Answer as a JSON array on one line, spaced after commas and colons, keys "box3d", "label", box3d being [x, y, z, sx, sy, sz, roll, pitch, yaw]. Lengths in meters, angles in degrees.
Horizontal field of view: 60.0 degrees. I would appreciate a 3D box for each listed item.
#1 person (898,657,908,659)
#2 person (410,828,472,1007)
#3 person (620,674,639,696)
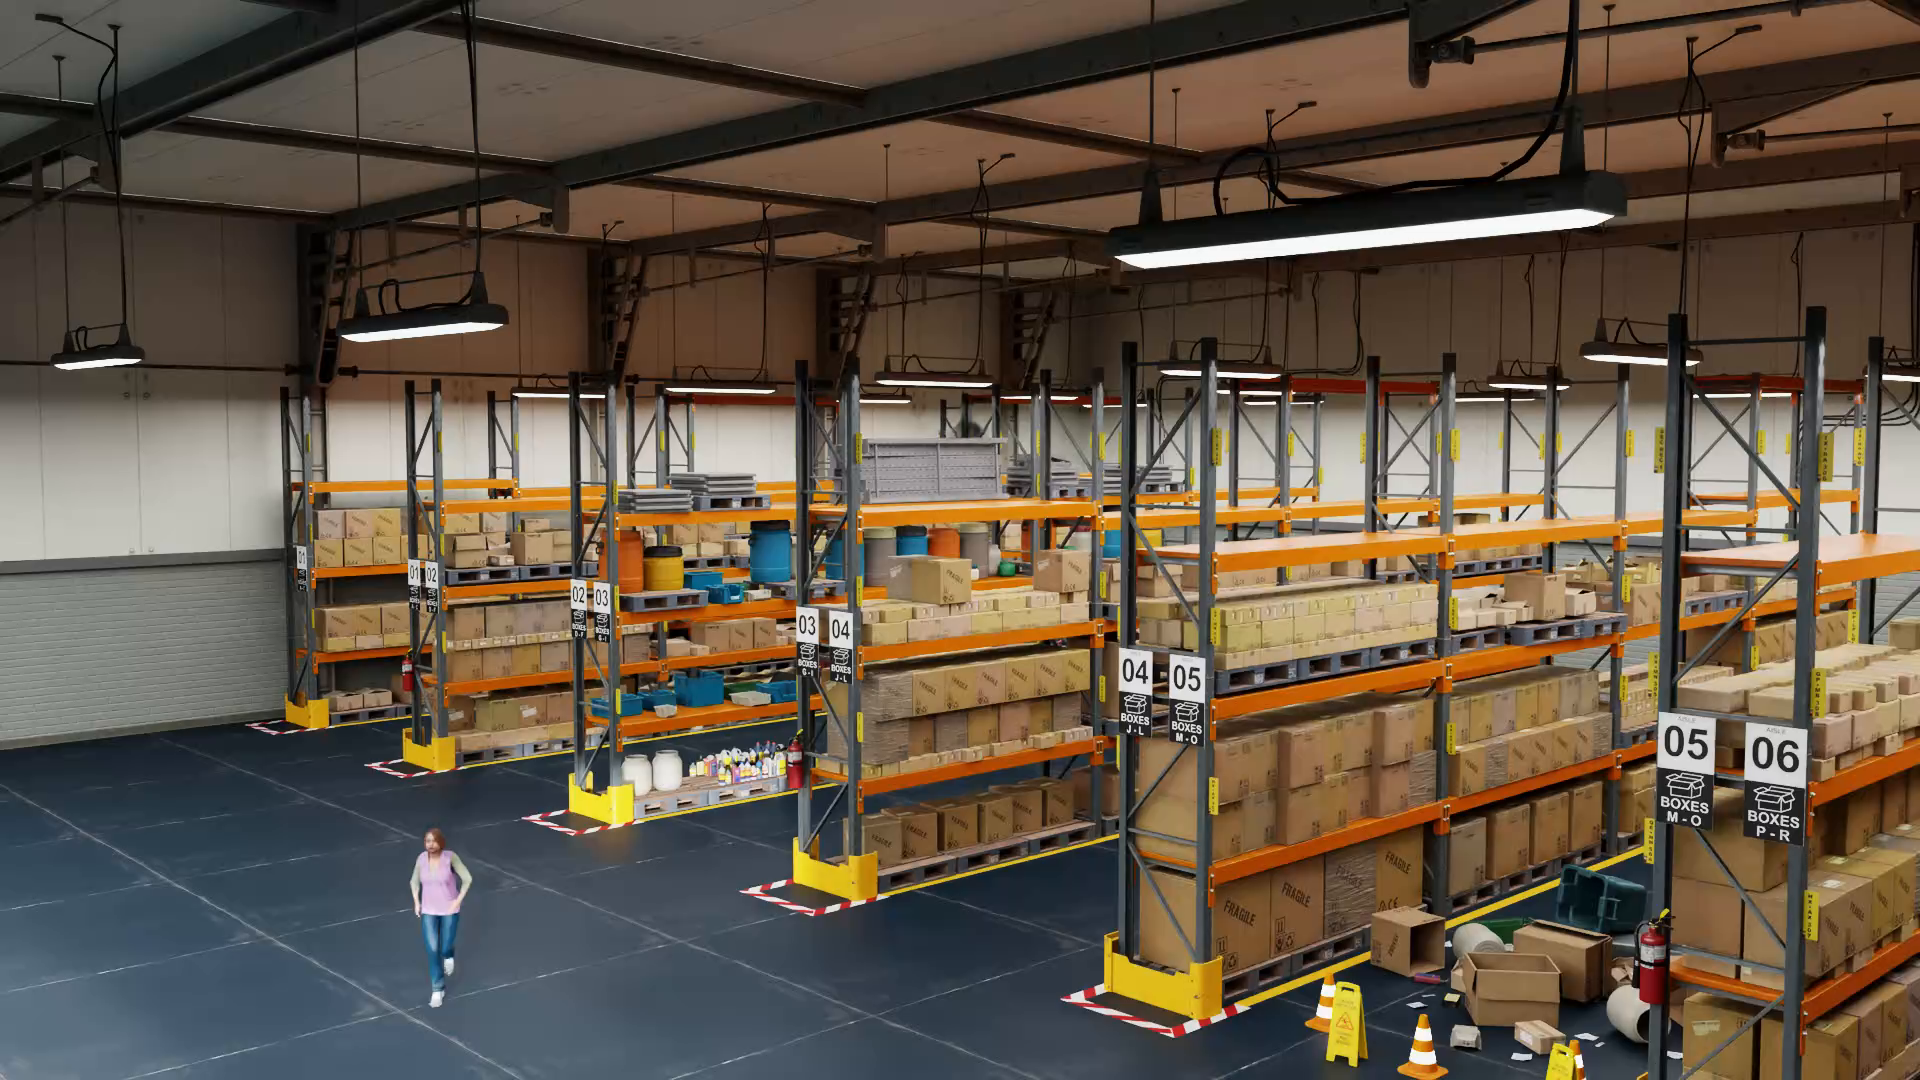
[{"box3d": [-1.099, 2.462, 29.281, 0.568, 1.676, 0.939, 3, 5, 38], "label": "person"}, {"box3d": [-4.754, 3.410, 15.270, 0.555, 1.602, 0.659, 0, 4, -5], "label": "person"}, {"box3d": [-6.111, 2.458, 30.372, 0.576, 1.563, 0.565, -3, 5, -38], "label": "person"}]
